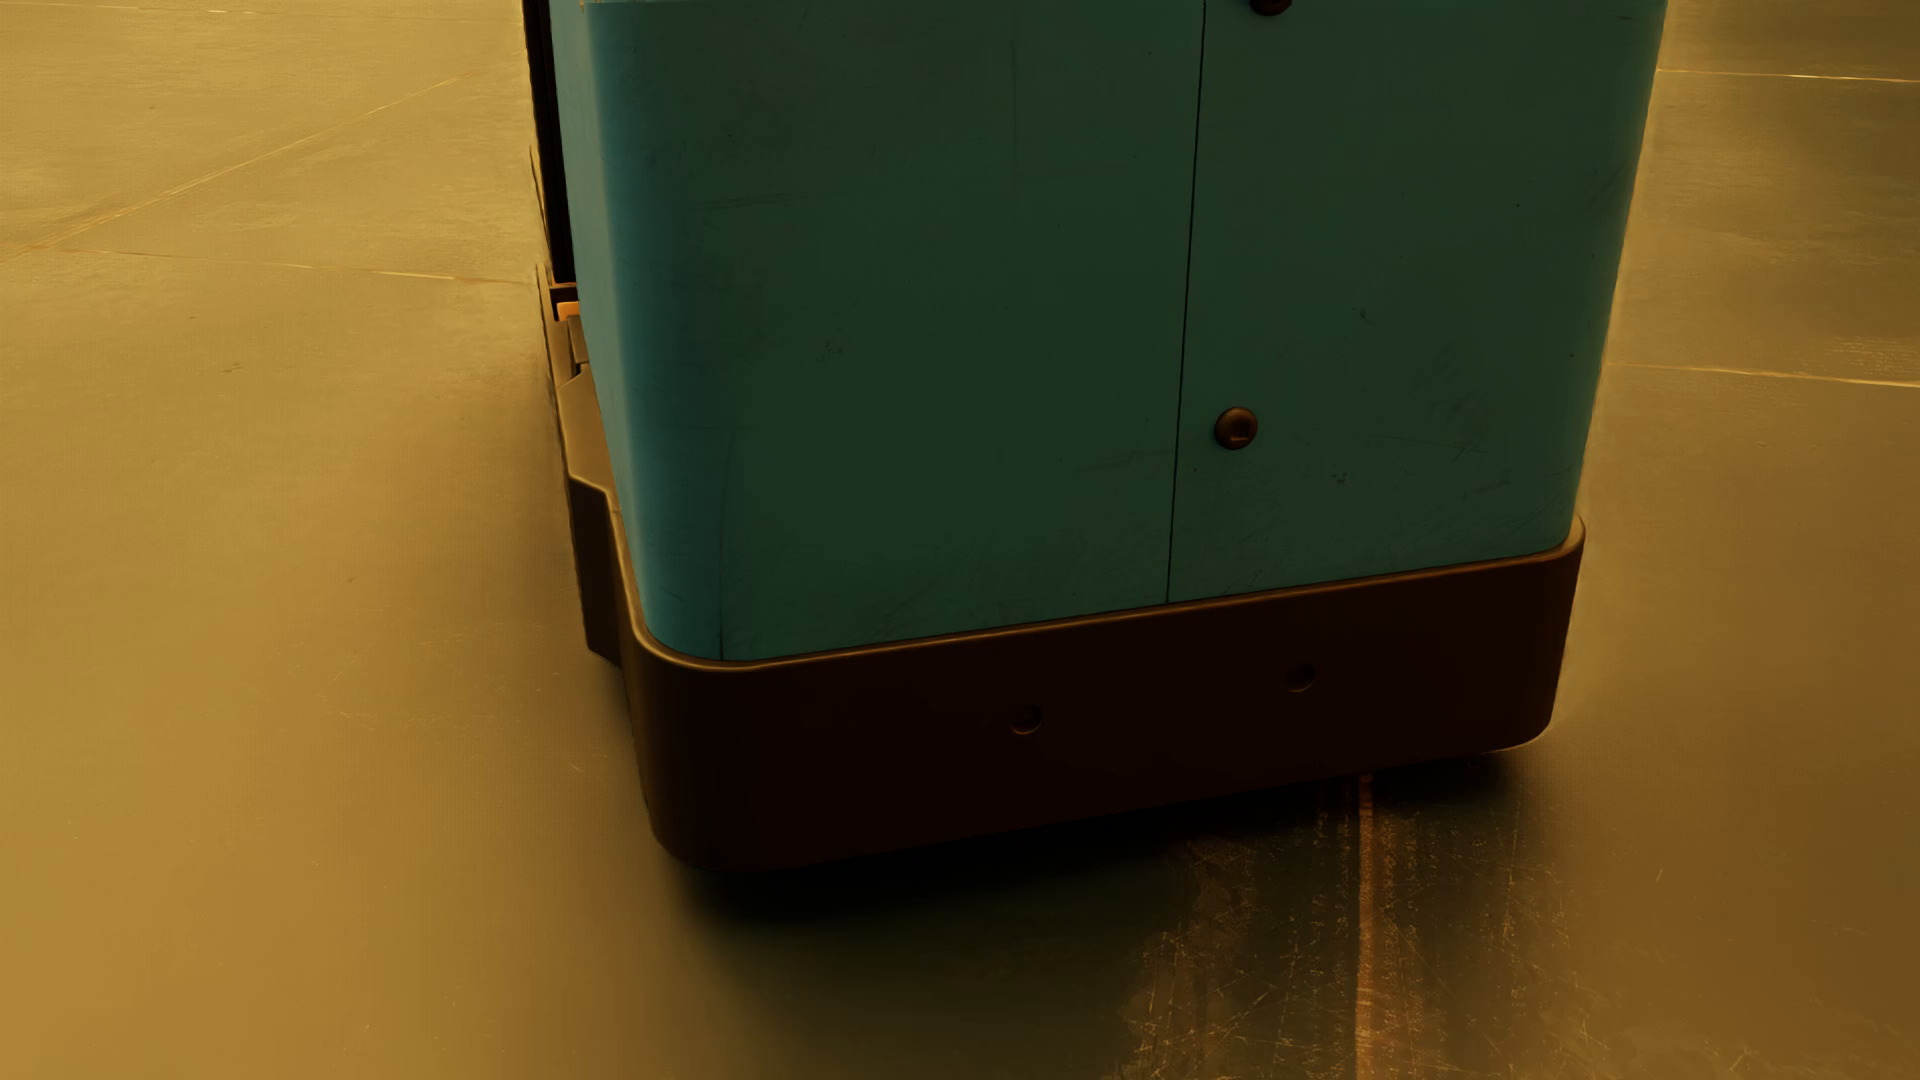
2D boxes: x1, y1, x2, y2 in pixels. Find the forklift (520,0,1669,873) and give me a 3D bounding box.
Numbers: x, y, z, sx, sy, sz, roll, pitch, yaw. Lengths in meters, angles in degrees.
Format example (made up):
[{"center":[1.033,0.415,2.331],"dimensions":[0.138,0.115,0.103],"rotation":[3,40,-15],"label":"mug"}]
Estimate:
[{"center":[-0.187,-1.617,2.452],"dimensions":[1.130,2.935,3.031],"rotation":[-7,28,-14],"label":"forklift"}]
